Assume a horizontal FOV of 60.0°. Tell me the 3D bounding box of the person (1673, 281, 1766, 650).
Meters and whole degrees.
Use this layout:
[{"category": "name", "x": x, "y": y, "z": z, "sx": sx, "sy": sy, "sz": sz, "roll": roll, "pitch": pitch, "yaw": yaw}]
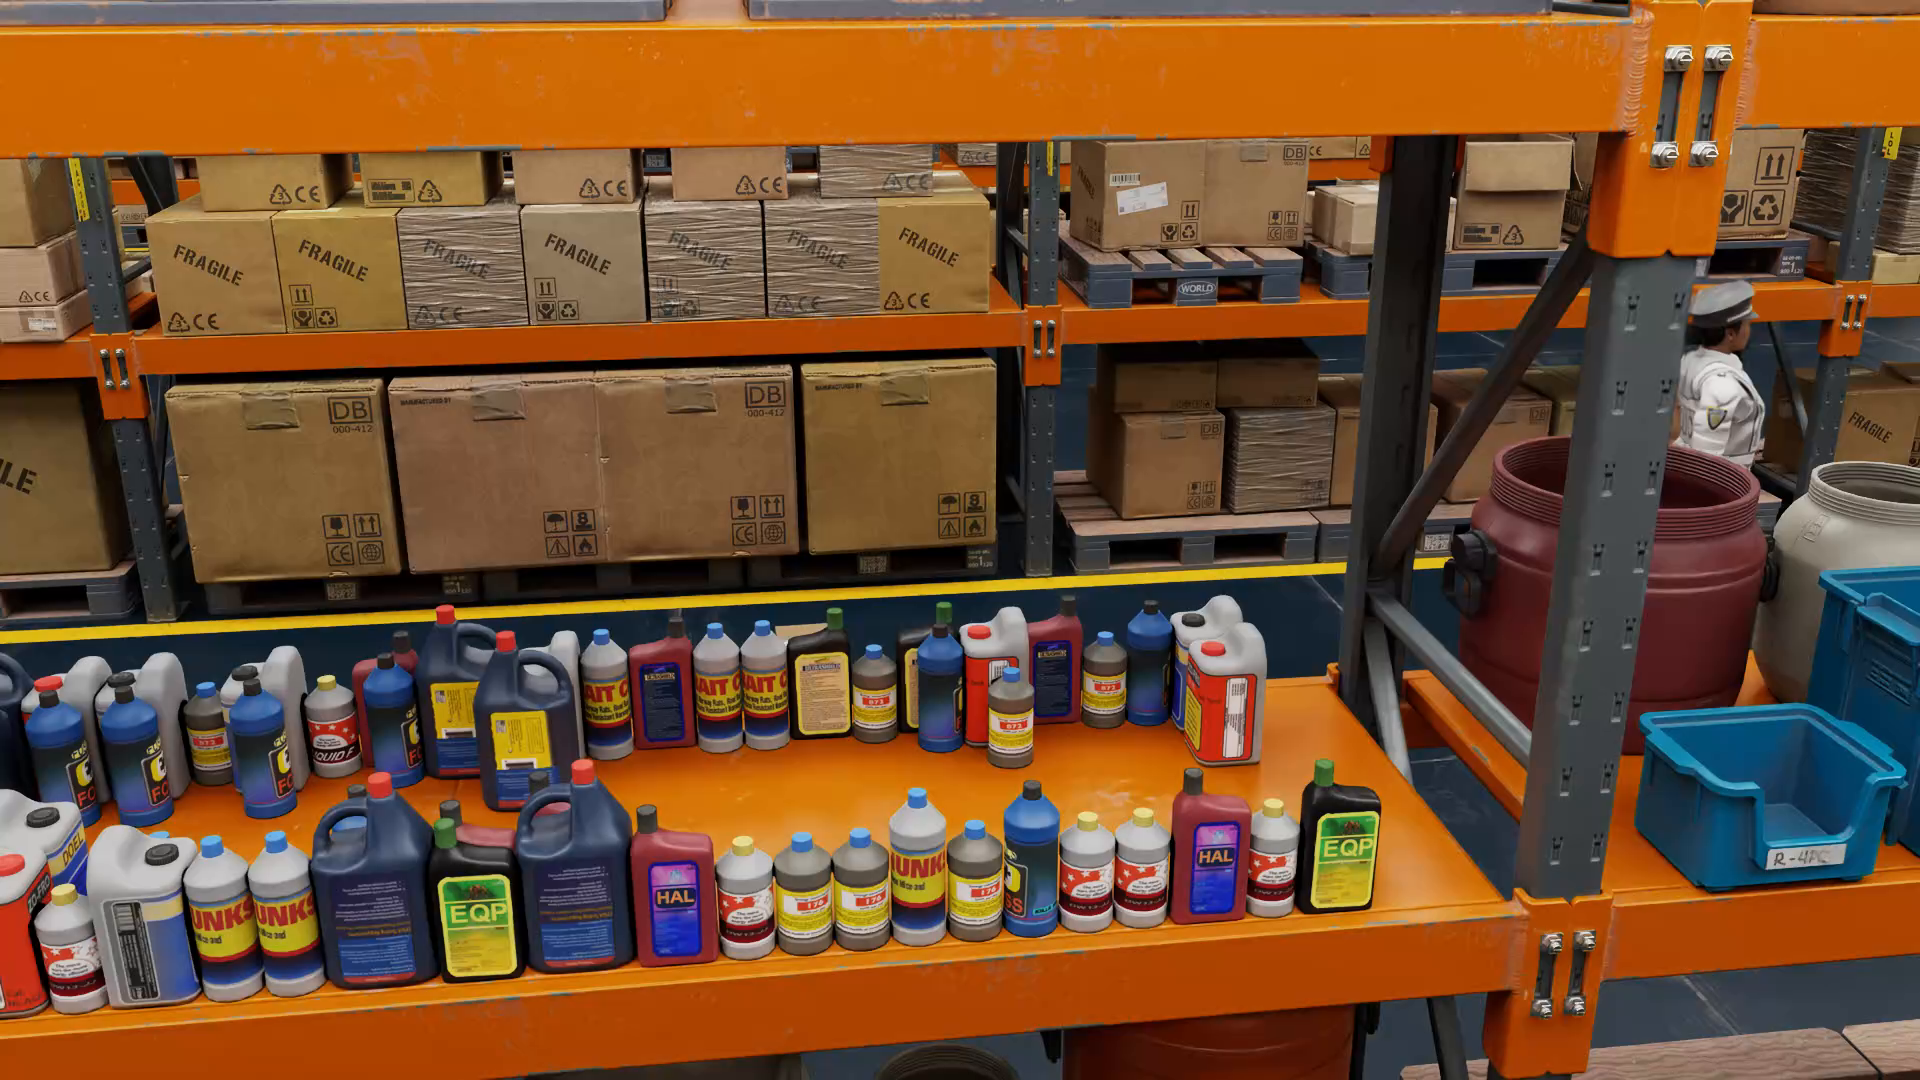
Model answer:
[{"category": "person", "x": 2.998, "y": -0.172, "z": 6.503, "sx": 0.790, "sy": 1.681, "sz": 0.510, "roll": 1, "pitch": 20, "yaw": 4}]
